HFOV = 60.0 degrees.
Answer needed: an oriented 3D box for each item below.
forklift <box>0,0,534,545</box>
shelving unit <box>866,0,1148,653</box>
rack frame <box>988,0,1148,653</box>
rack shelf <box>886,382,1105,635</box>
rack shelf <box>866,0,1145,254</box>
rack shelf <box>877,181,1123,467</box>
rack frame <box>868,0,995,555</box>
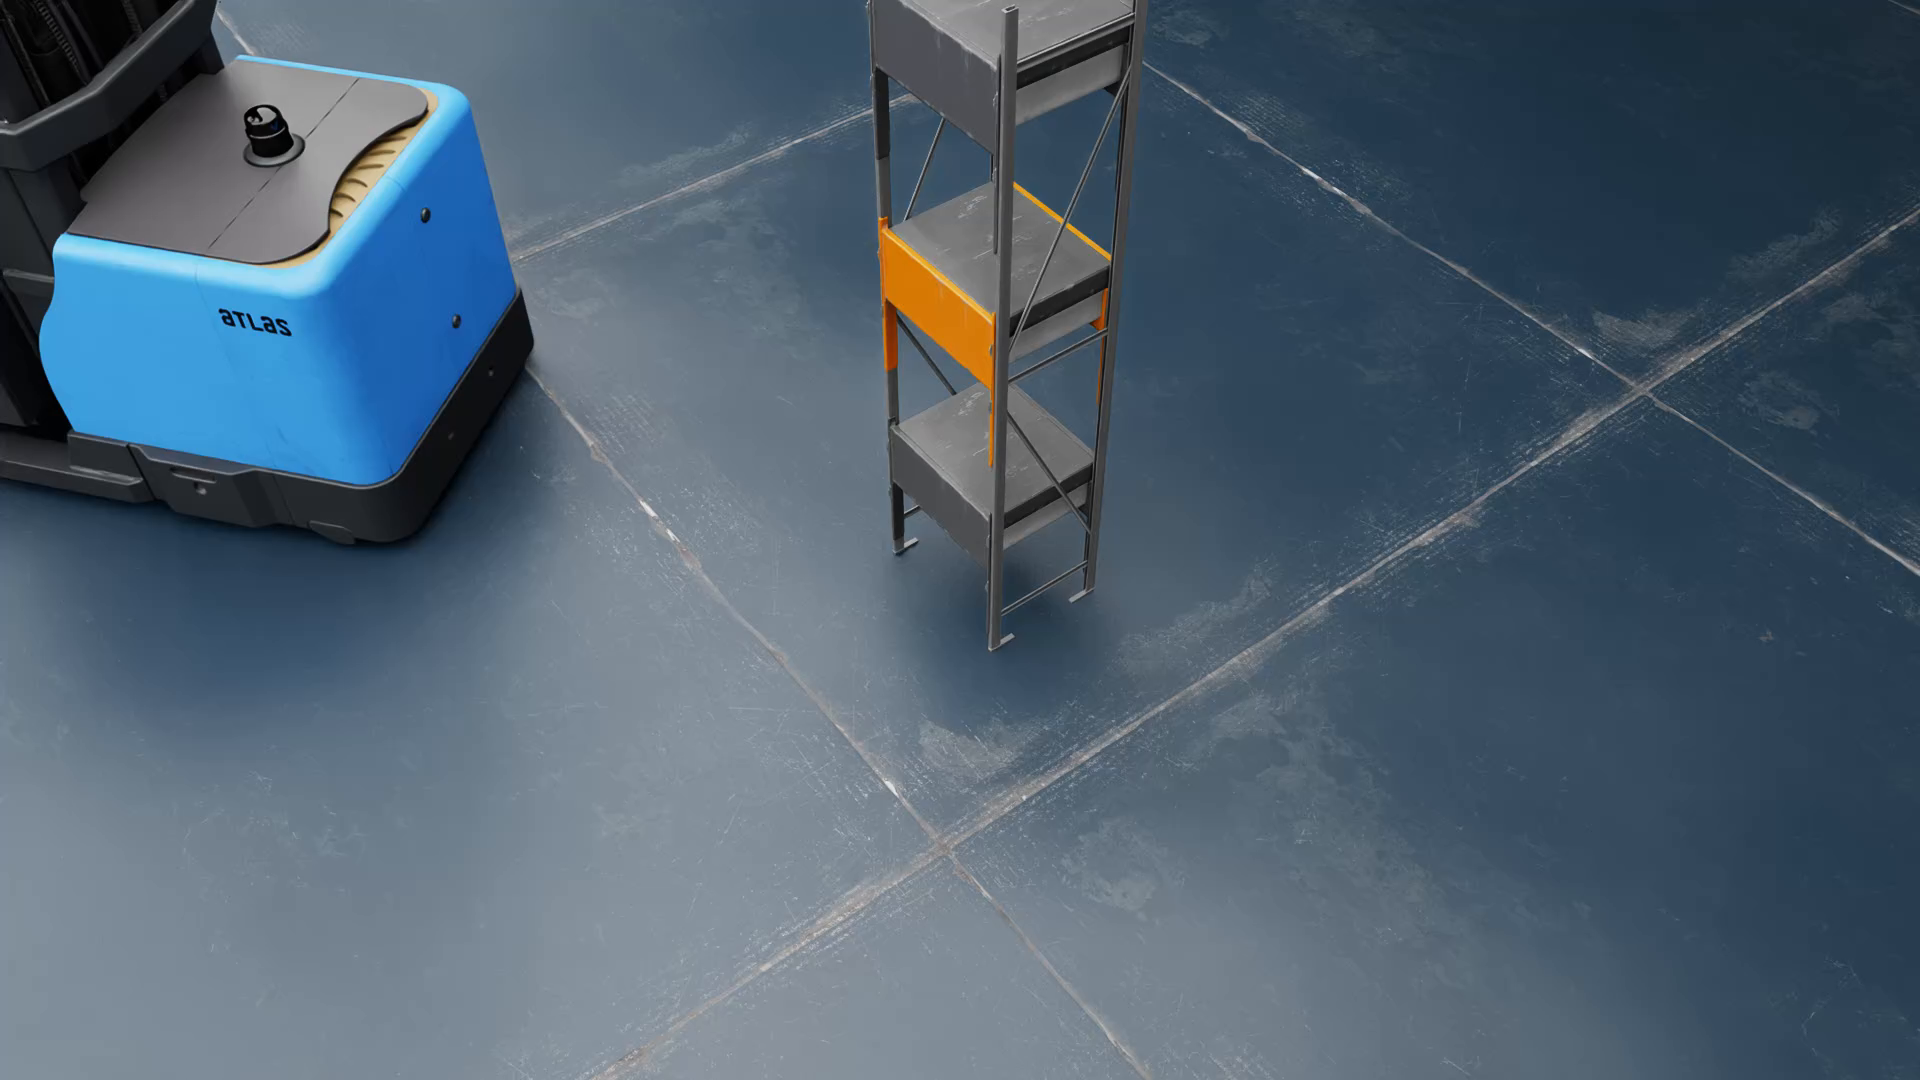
[{"bbox_3d":[-3.050,-1.558,4.685,3.031,2.935,1.130,10,49,9],"label":"forklift"},{"bbox_3d":[0.100,-0.608,4.384,0.431,2.100,0.503,-29,54,-24],"label":"shelving unit"},{"bbox_3d":[0.248,-0.464,4.253,0.400,2.100,0.015,-29,54,-24],"label":"rack frame"},{"bbox_3d":[0.100,-0.128,4.912,0.431,0.518,0.480,-29,54,-24],"label":"rack shelf"},{"bbox_3d":[0.100,-1.069,3.875,0.431,0.518,0.480,-29,54,-24],"label":"rack shelf"},{"bbox_3d":[0.100,-0.598,4.394,0.431,0.518,0.480,-29,54,-24],"label":"rack shelf"},{"bbox_3d":[-0.048,-0.752,4.514,0.400,2.100,0.015,-29,54,-24],"label":"rack frame"}]
